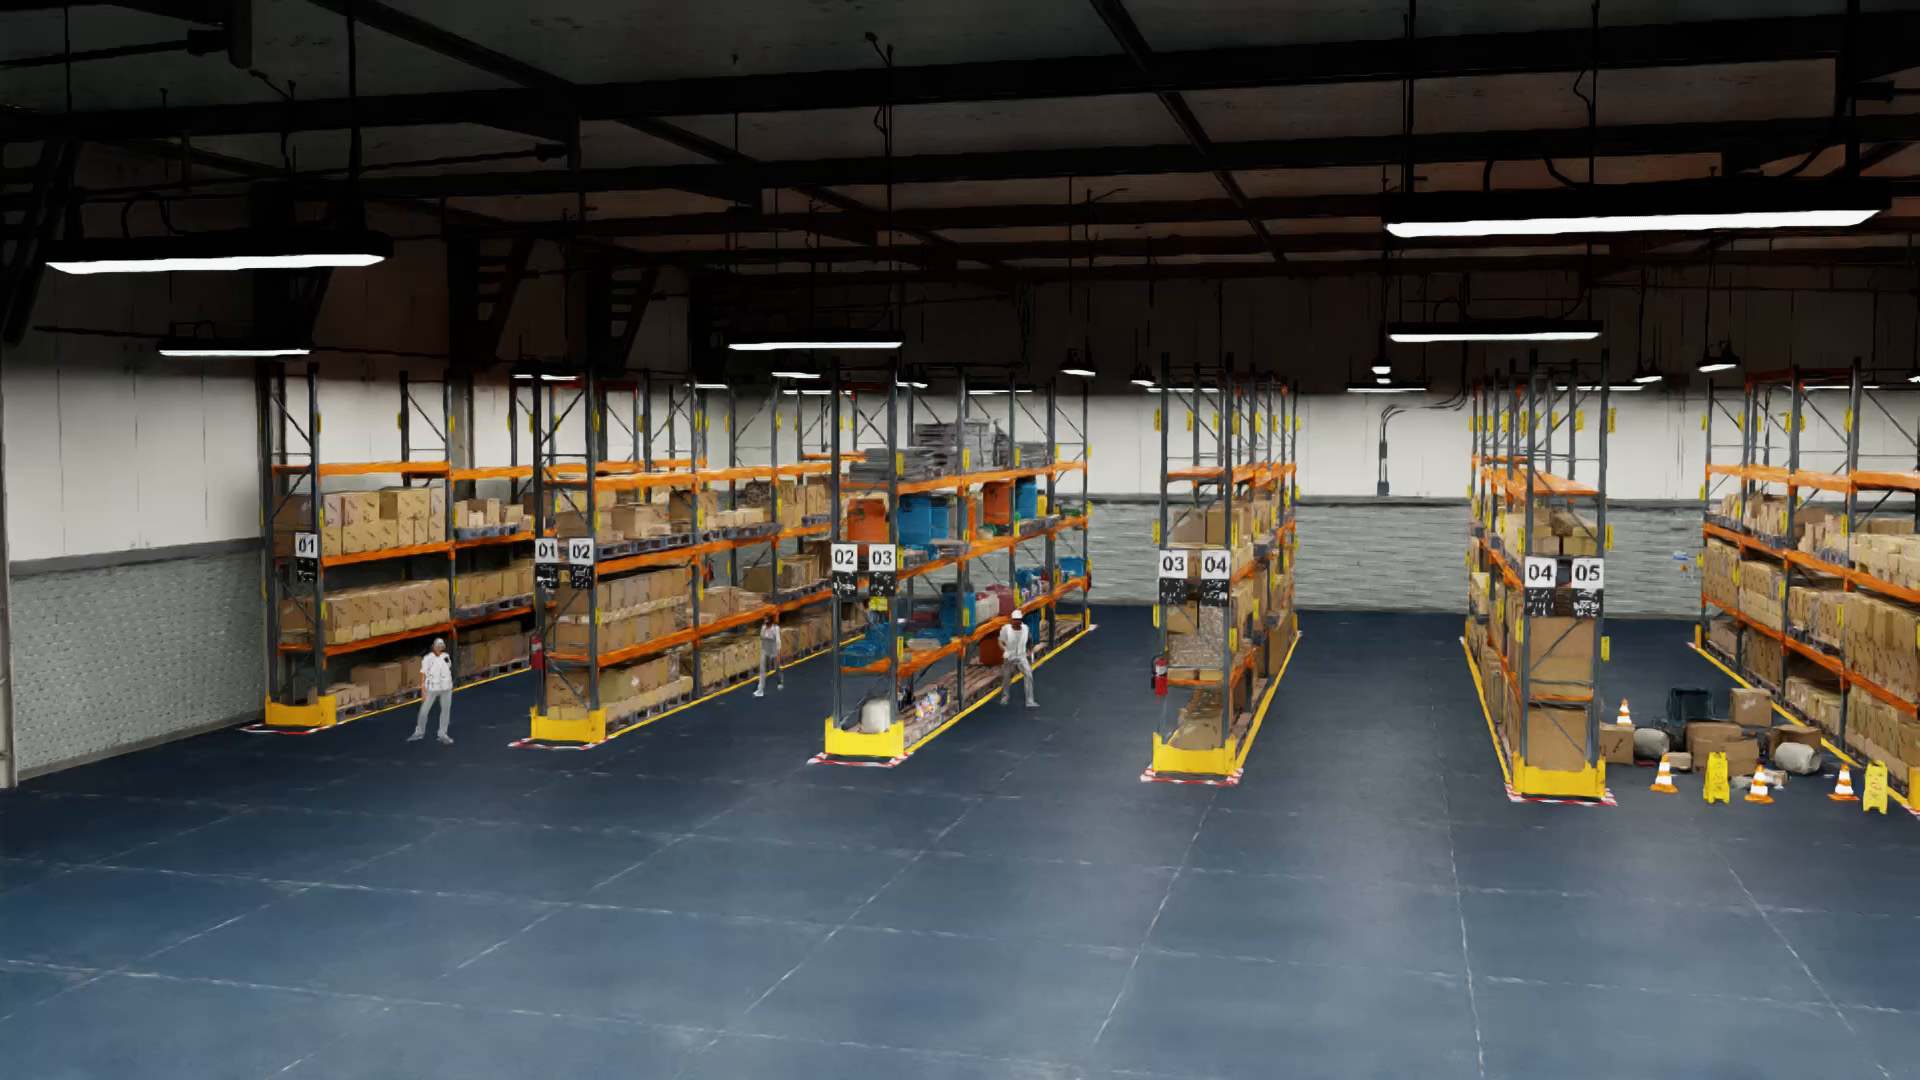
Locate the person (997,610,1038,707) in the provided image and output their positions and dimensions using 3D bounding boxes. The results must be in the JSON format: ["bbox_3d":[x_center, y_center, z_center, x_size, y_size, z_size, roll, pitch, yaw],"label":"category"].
[{"bbox_3d":[0.987,2.071,29.319,0.695,1.717,0.797,-1,4,-8],"label":"person"}]

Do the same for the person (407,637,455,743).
[{"bbox_3d":[-8.298,2.350,26.049,0.712,1.658,0.508,-2,5,-29],"label":"person"}]

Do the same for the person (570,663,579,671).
[{"bbox_3d":[-7.446,1.852,32.698,0.454,1.674,0.539,-1,4,-12],"label":"person"}]

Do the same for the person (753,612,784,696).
[{"bbox_3d":[-3.485,2.080,30.634,0.415,1.508,1.041,1,4,12],"label":"person"}]

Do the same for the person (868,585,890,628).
[{"bbox_3d":[-1.807,1.538,37.101,0.591,1.716,1.042,1,4,14],"label":"person"}]
